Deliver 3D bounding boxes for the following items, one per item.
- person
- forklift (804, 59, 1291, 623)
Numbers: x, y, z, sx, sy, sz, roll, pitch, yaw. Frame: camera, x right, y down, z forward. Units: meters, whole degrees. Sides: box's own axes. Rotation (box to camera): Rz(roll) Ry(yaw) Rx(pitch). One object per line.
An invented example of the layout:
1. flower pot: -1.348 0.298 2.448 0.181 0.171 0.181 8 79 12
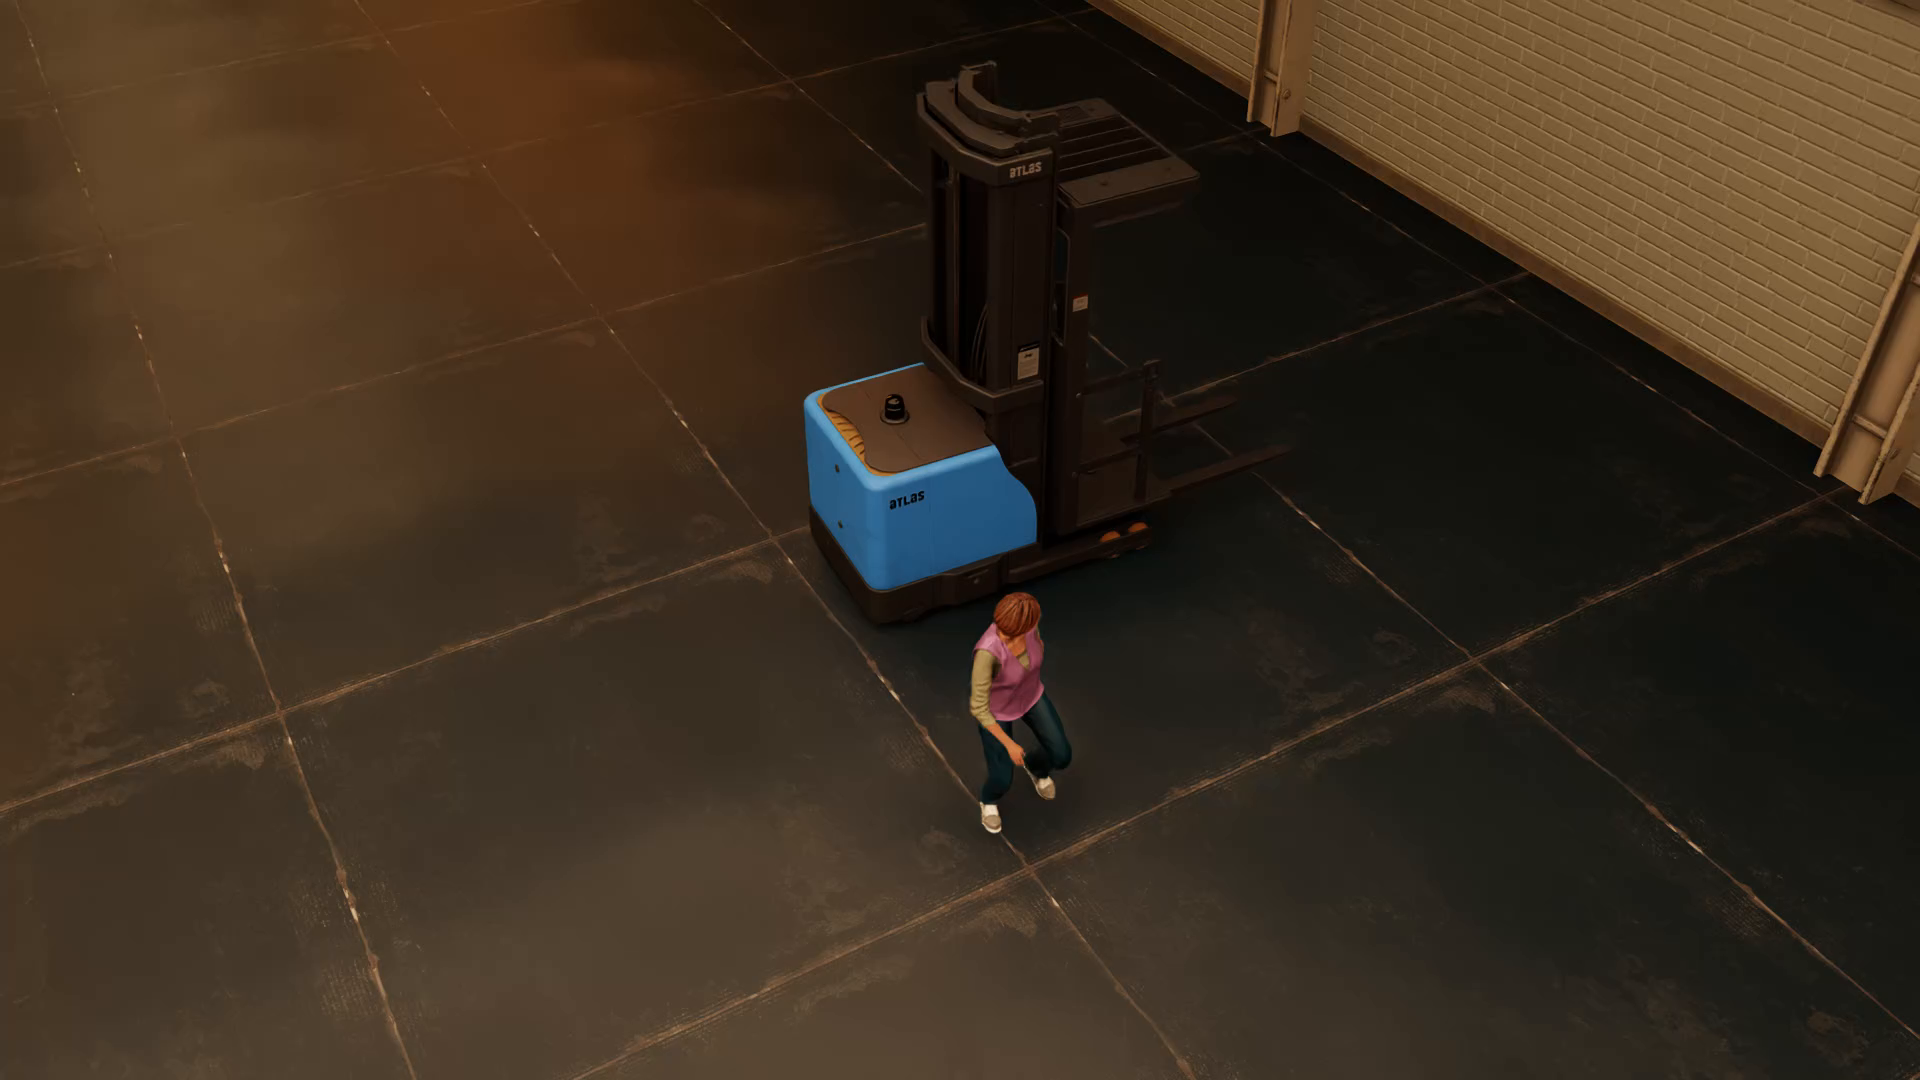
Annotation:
1. person: 0.285 0.832 8.153 0.642 1.514 0.571 -23 45 -25
2. forklift: 0.628 -1.299 9.602 3.031 2.935 1.130 -18 43 -20
